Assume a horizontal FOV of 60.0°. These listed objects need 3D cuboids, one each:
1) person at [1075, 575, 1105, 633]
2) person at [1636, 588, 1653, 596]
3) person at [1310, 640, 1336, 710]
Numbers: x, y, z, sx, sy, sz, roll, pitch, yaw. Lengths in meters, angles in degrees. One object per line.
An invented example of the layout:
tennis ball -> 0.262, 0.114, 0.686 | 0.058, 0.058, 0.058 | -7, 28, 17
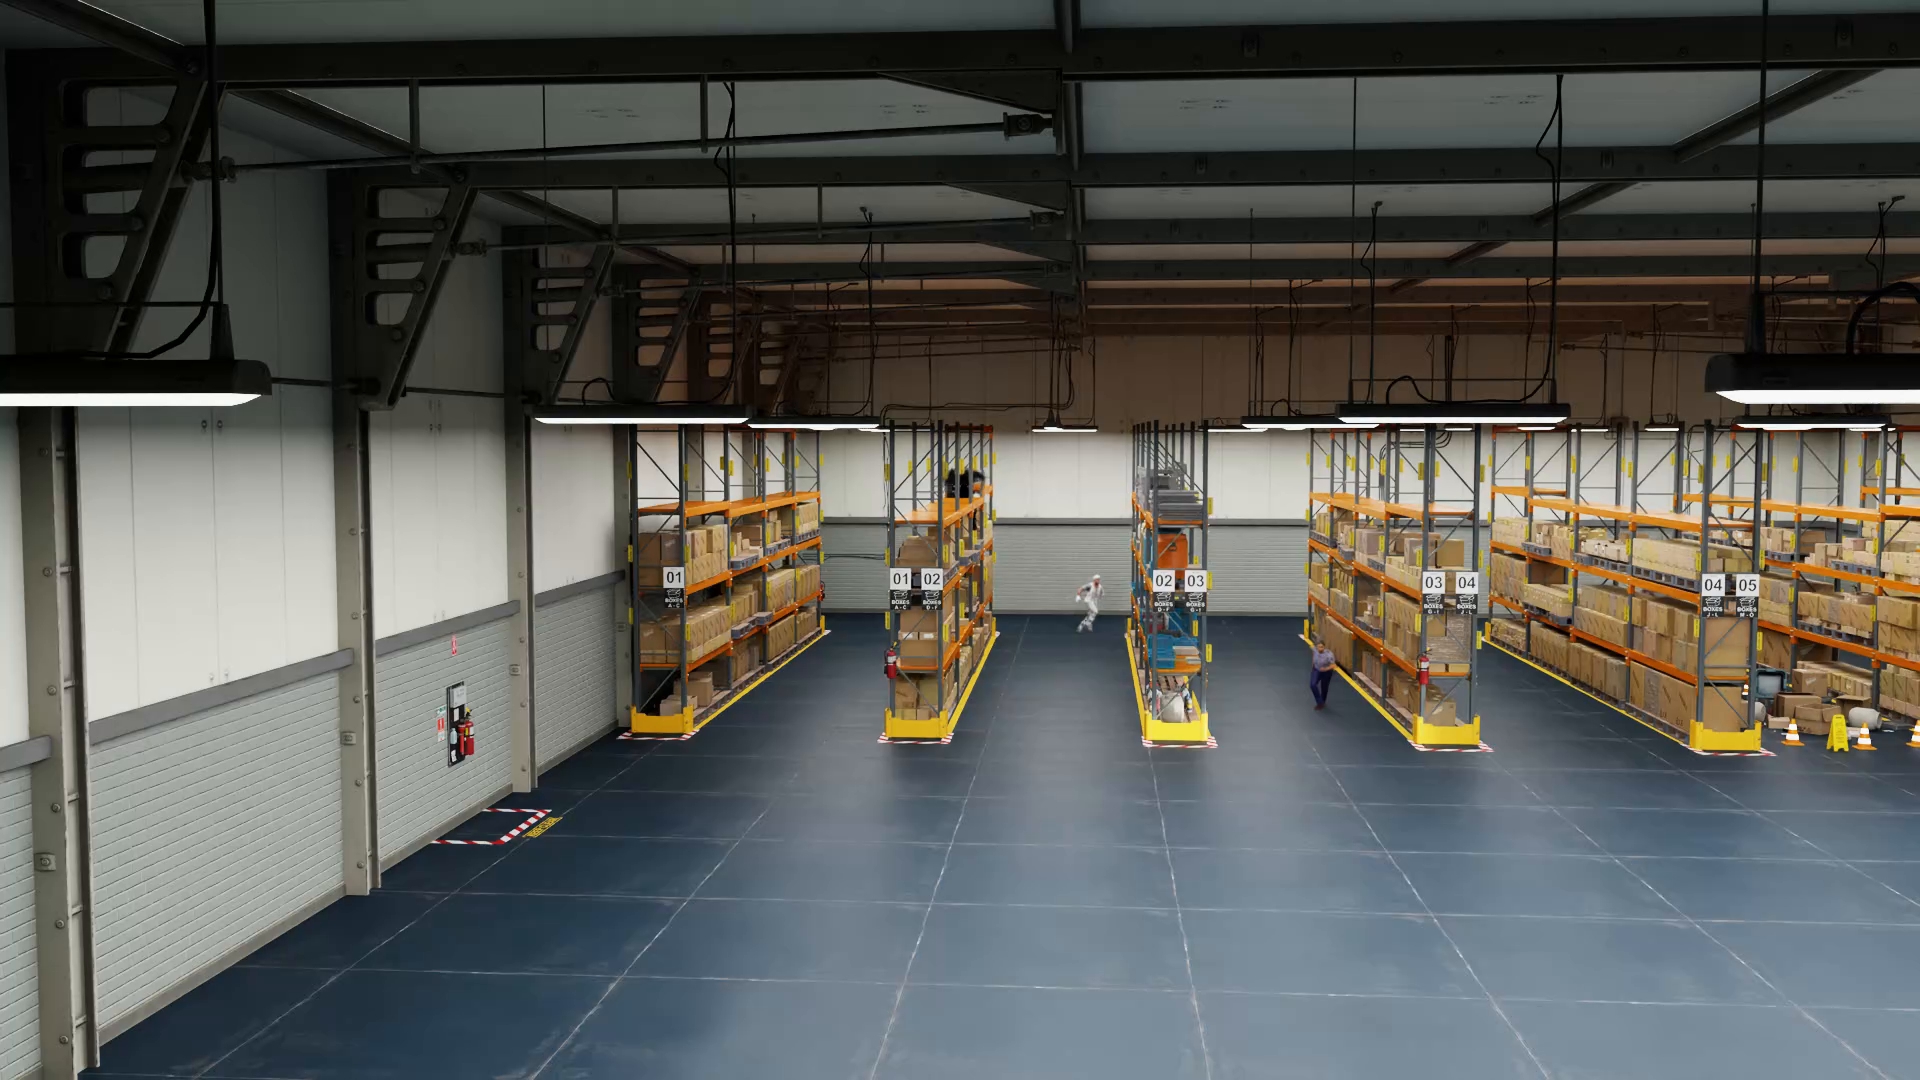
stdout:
person -> 3.813, 1.840, 48.194 | 0.715, 1.665, 0.846 | 3, 5, 43
person -> 19.700, 1.826, 47.670 | 0.917, 1.842, 0.668 | 0, 4, -8
person -> 7.578, 2.771, 34.661 | 0.587, 1.455, 1.079 | 2, 4, 23
